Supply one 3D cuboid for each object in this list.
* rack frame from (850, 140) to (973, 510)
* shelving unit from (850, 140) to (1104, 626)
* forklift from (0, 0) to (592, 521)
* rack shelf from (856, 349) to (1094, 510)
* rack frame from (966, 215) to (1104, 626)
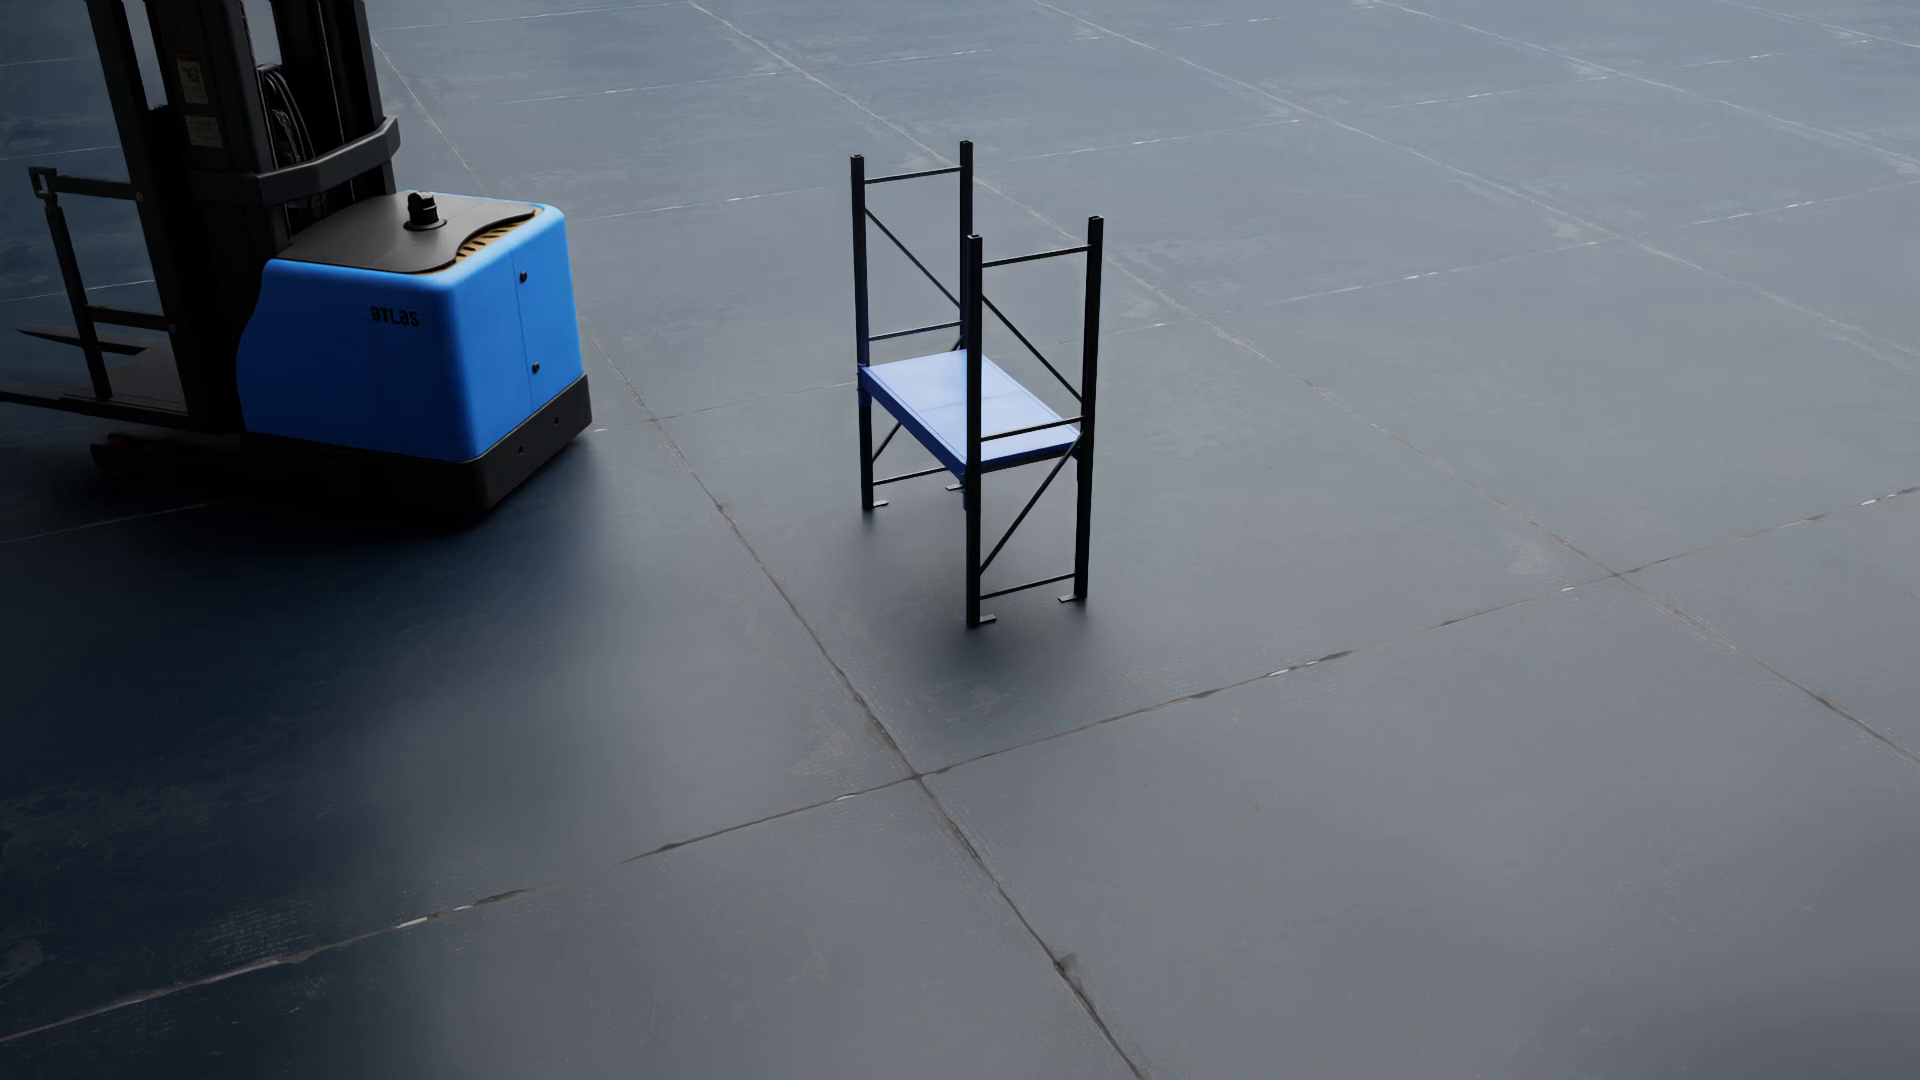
[{"bbox_3d":[-0.182,-0.841,6.716,0.500,1.500,0.032,-13,32,-22],"label":"rack frame"},{"bbox_3d":[0.037,-0.616,6.316,0.538,1.500,1.048,-13,32,-22],"label":"shelving unit"},{"bbox_3d":[-3.249,-1.764,6.900,3.031,2.935,1.130,9,30,15],"label":"forklift"},{"bbox_3d":[0.037,-0.460,6.404,0.538,0.185,1.000,-13,32,-22],"label":"rack shelf"},{"bbox_3d":[0.255,-0.392,5.916,0.500,1.500,0.032,-13,32,-22],"label":"rack frame"}]
